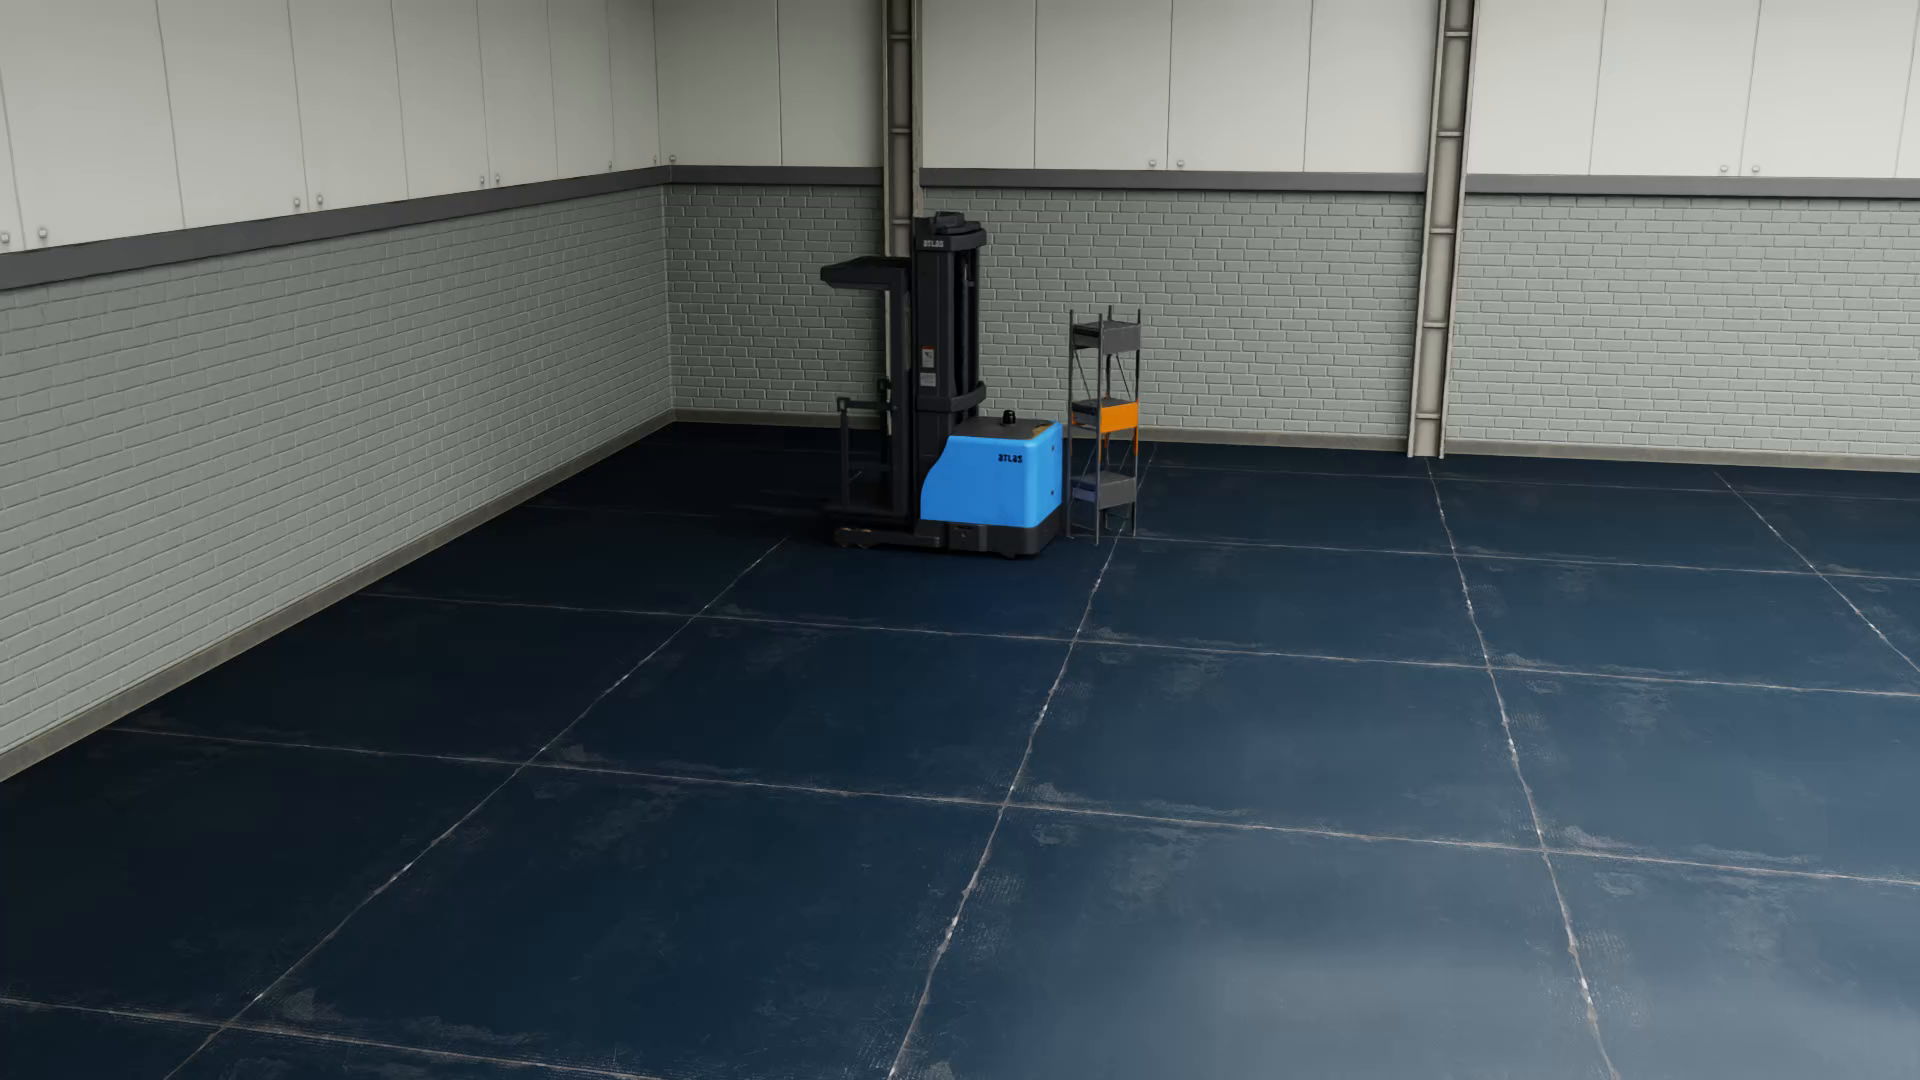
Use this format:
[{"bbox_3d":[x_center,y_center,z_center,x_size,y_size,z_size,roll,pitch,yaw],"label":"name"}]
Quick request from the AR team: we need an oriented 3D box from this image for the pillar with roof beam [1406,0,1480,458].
[{"bbox_3d":[4.372,-4.171,13.451,0.400,9.000,9.100,3,16,11],"label":"pillar with roof beam"}]

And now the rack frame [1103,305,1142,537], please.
[{"bbox_3d":[1.483,-1.083,15.227,0.015,2.100,0.400,-13,20,-39],"label":"rack frame"}]

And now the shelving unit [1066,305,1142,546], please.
[{"bbox_3d":[1.297,-1.041,15.074,0.503,2.100,0.431,-13,20,-39],"label":"shelving unit"}]

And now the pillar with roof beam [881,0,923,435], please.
[{"bbox_3d":[-1.508,-4.490,14.604,0.400,9.000,9.100,3,16,11],"label":"pillar with roof beam"}]

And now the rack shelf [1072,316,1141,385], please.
[{"bbox_3d":[1.297,-1.702,14.890,0.480,0.518,0.431,-13,20,-39],"label":"rack shelf"}]

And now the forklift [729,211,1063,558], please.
[{"bbox_3d":[-0.621,-1.468,15.058,3.031,2.935,1.130,5,16,18],"label":"forklift"}]

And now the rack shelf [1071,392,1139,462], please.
[{"bbox_3d":[1.297,-1.028,15.077,0.480,0.518,0.431,-13,20,-39],"label":"rack shelf"}]

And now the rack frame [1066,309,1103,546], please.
[{"bbox_3d":[1.112,-0.998,14.921,0.015,2.100,0.400,-13,20,-39],"label":"rack frame"}]

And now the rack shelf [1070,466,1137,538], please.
[{"bbox_3d":[1.297,-0.353,15.264,0.480,0.518,0.431,-13,20,-39],"label":"rack shelf"}]
